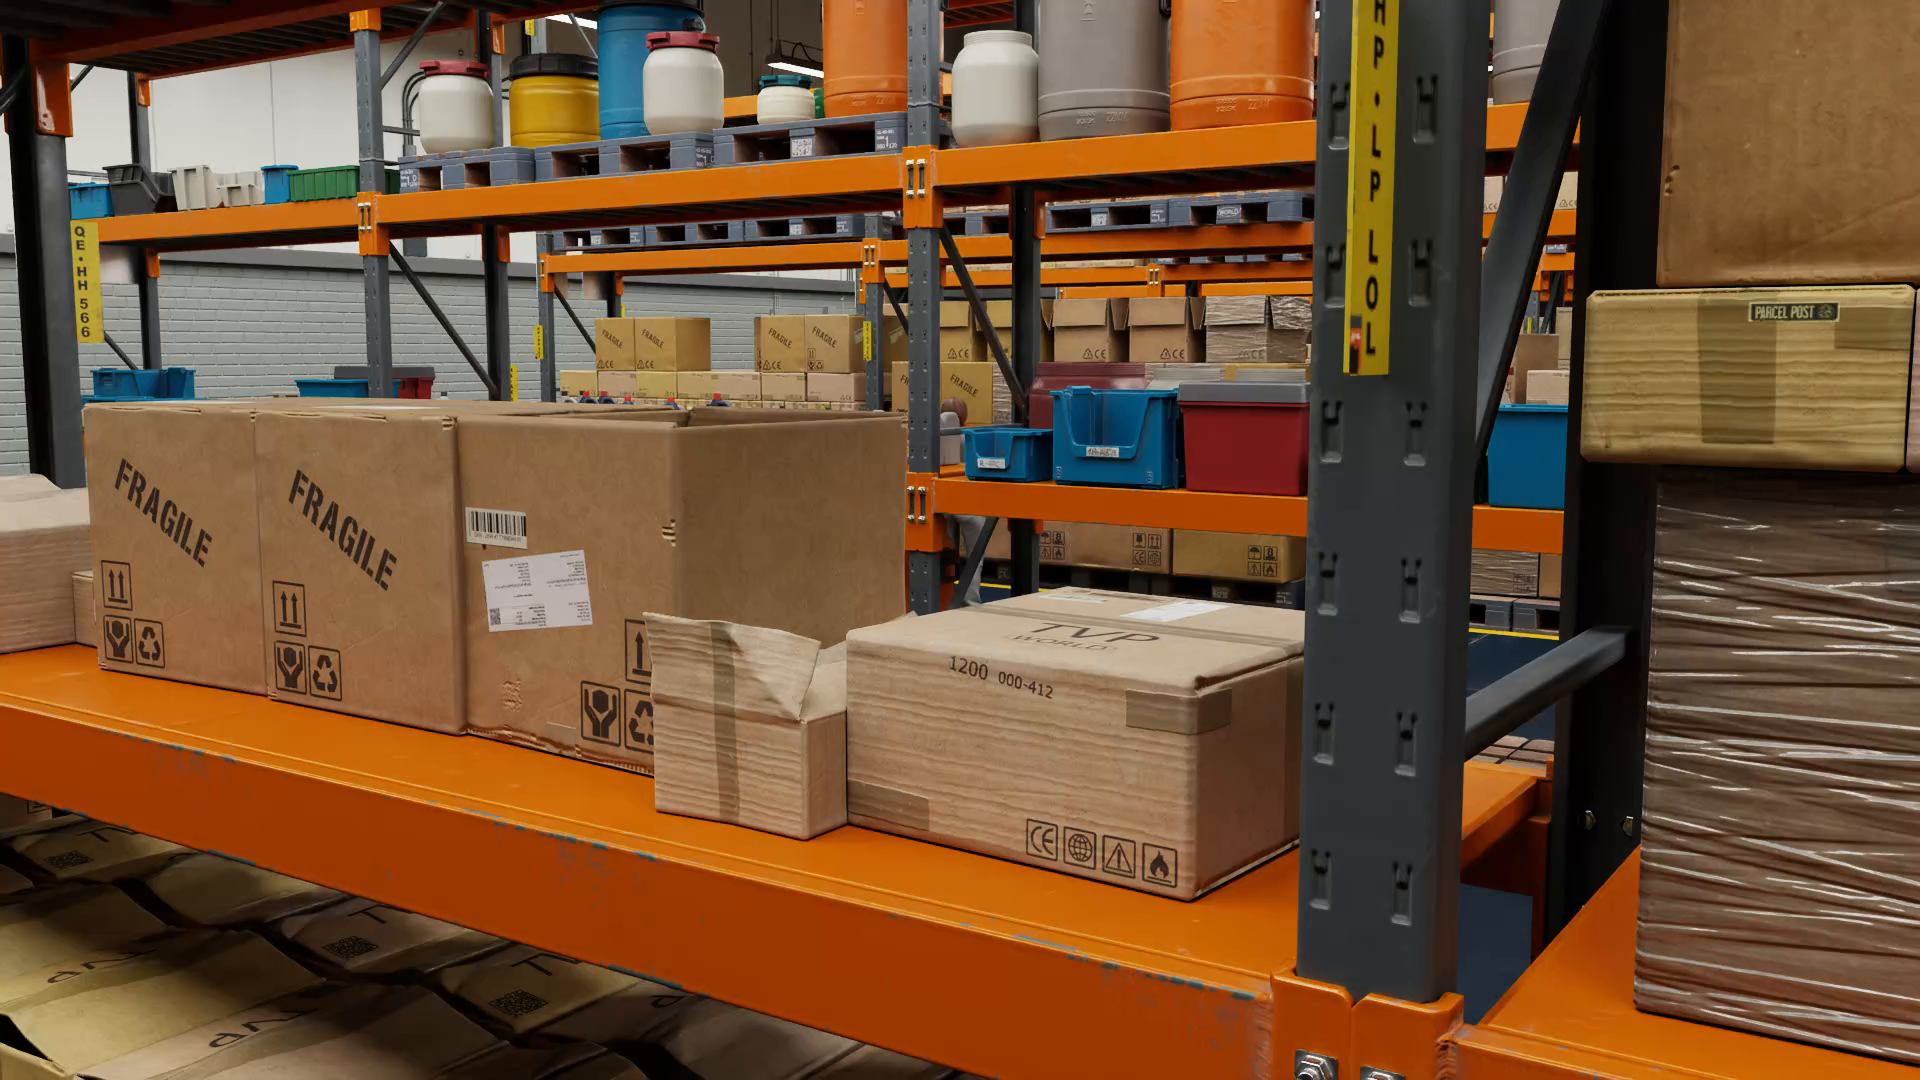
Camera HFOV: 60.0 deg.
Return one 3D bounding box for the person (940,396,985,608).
[{"bbox_3d":[0.051,-0.202,11.489,0.404,1.591,0.496,5,8,35],"label":"person"}]
